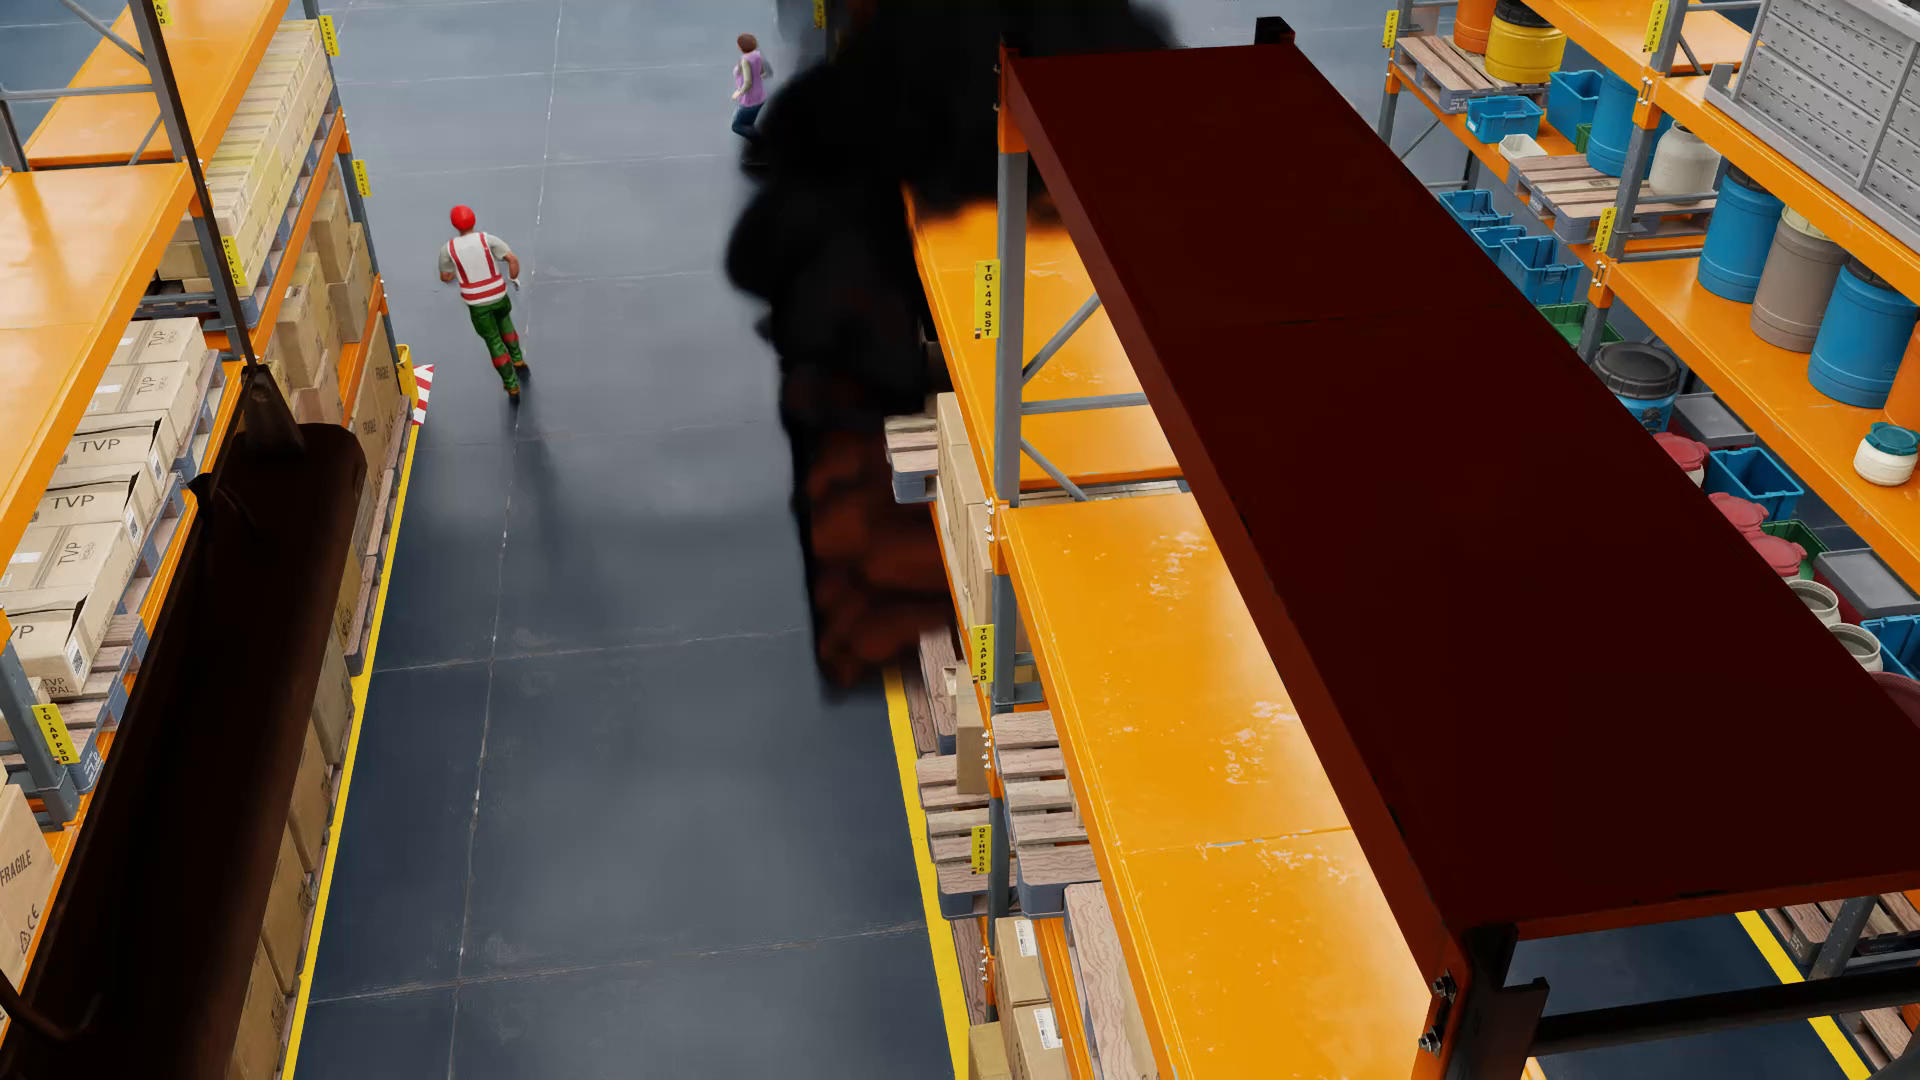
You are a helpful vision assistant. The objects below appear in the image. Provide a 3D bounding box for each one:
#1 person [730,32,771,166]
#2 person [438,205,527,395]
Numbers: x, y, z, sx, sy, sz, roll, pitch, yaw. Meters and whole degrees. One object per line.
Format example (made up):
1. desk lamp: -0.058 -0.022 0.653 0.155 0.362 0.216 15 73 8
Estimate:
1. person: -2.390 -5.017 18.969 0.530 1.554 0.512 14 39 18
2. person: -4.262 -2.139 14.892 0.657 1.820 0.777 -17 40 -22
